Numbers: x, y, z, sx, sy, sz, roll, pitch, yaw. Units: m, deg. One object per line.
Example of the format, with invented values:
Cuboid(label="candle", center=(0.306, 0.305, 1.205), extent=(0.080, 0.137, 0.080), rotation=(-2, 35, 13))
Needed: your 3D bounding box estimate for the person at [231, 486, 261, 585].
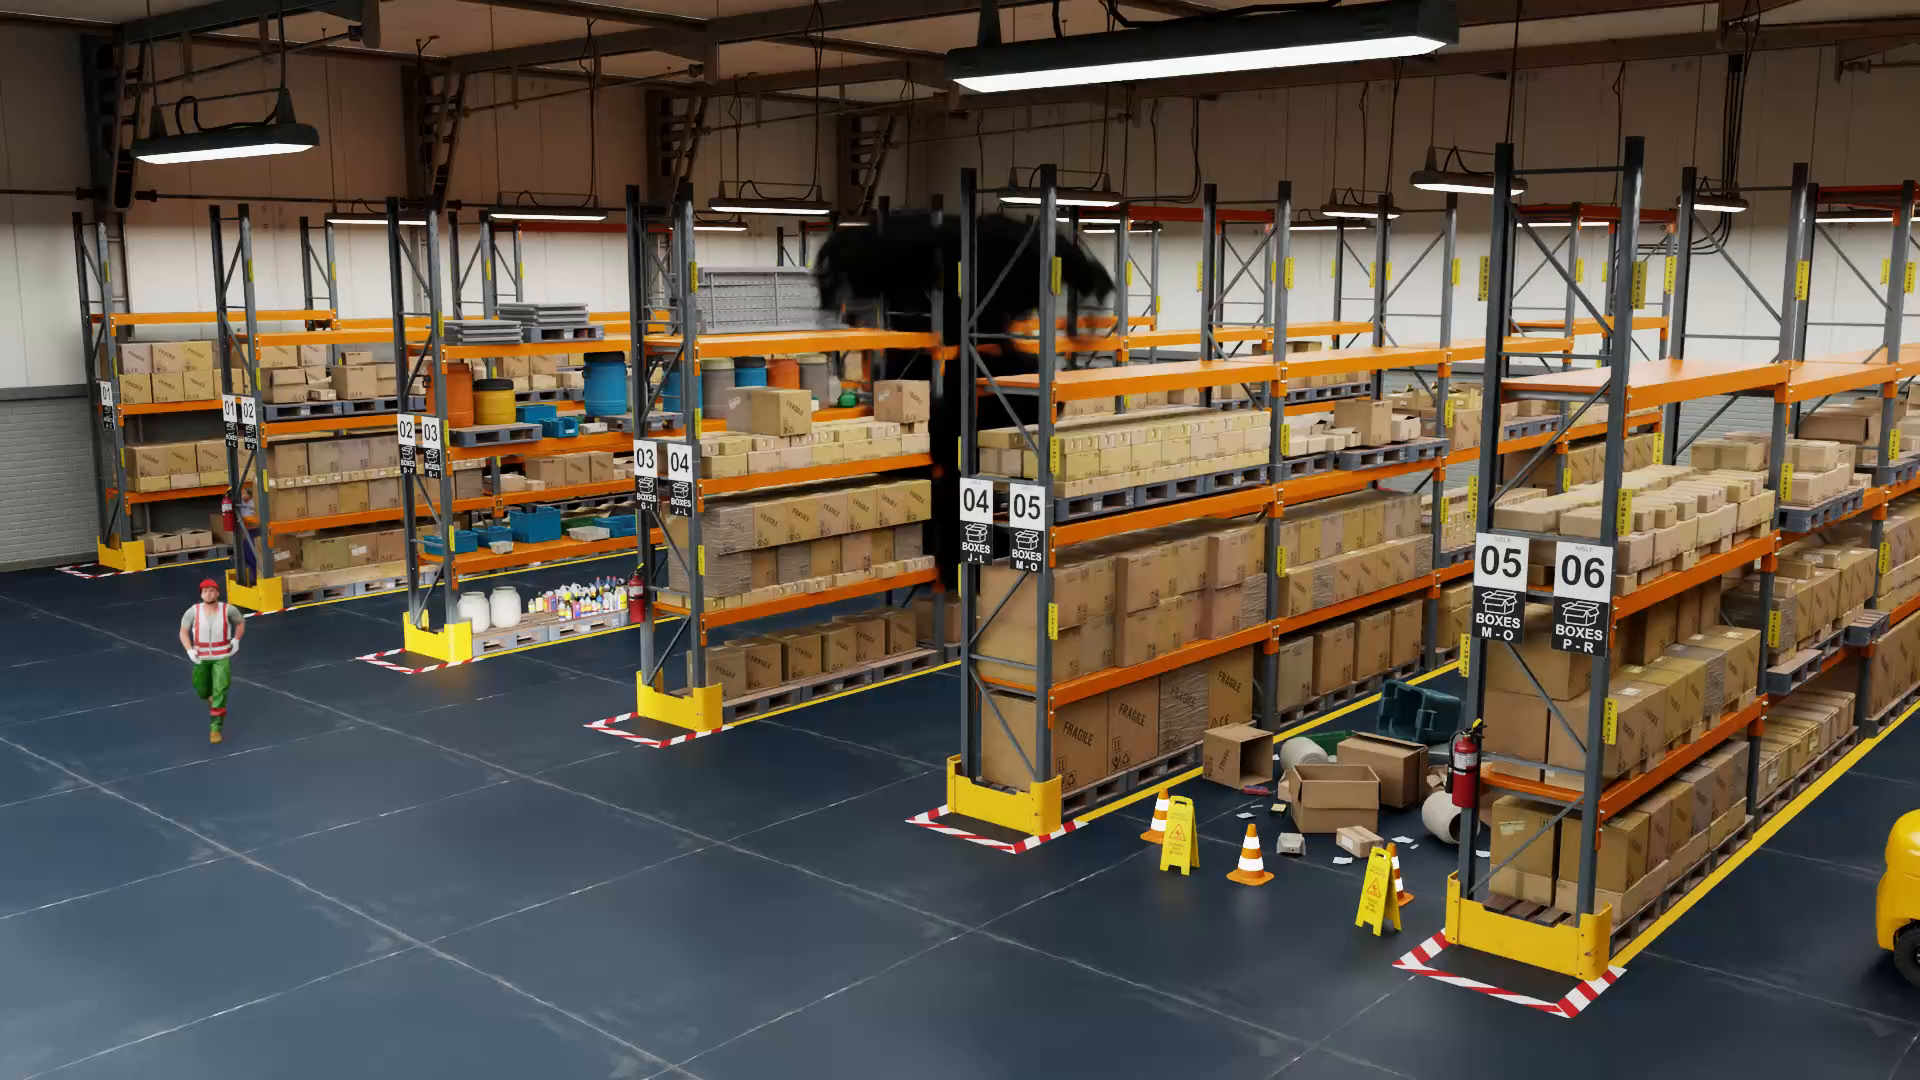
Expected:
Cuboid(label="person", center=(-11.455, -0.062, 26.773), extent=(0.653, 1.613, 0.504), rotation=(6, 11, 31))

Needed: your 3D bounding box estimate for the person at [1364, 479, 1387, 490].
Cuboid(label="person", center=(6.927, -0.269, 27.786), extent=(0.676, 1.705, 0.714), rotation=(9, 13, 43))

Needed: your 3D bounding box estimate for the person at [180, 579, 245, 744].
Cuboid(label="person", center=(-8.241, 1.296, 18.359), extent=(0.645, 1.756, 0.962), rotation=(-3, 10, -15))
